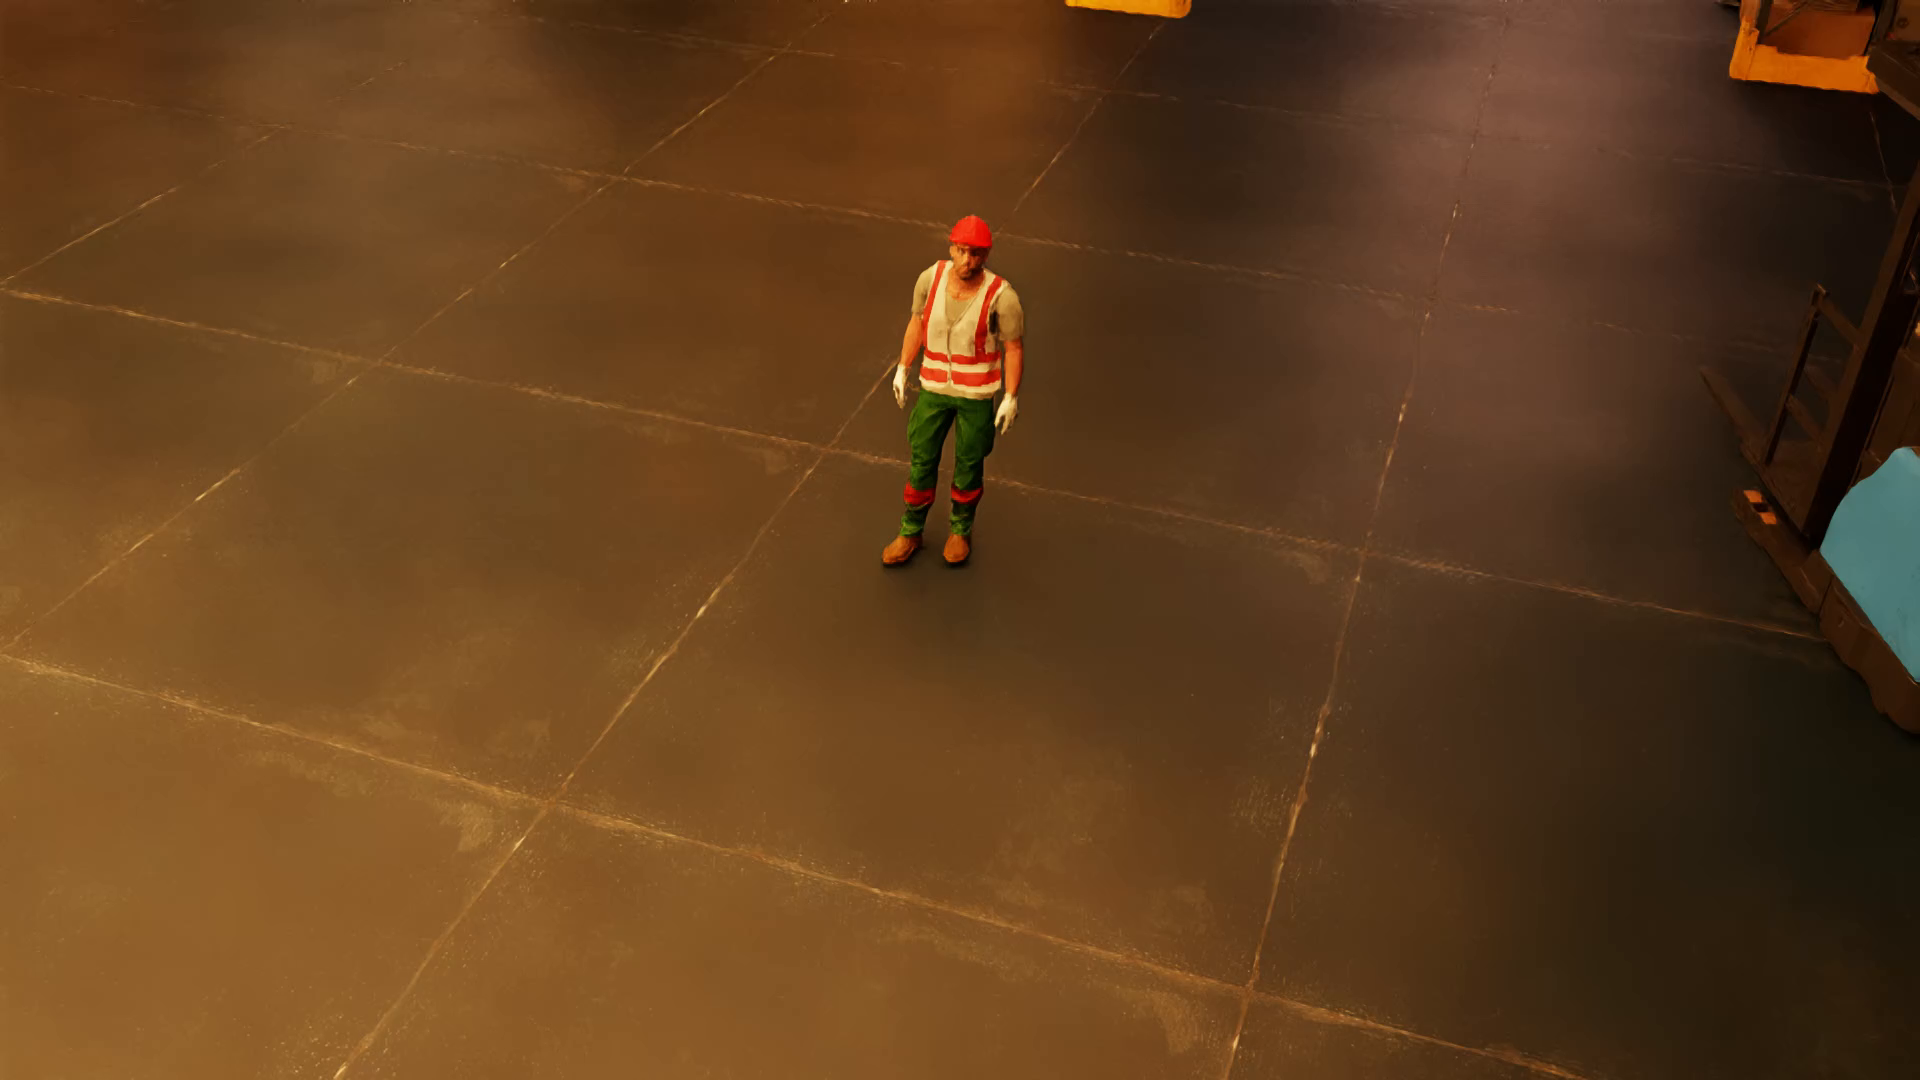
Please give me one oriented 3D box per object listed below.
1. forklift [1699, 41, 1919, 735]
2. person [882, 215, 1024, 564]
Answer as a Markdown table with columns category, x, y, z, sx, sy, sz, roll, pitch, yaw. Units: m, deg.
| category | x | y | z | sx | sy | sz | roll | pitch | yaw |
| --- | --- | --- | --- | --- | --- | --- | --- | --- | --- |
| forklift | 4.655 | -1.153 | 7.737 | 1.130 | 2.935 | 3.031 | 0 | 35 | 0 |
| person | -0.037 | -0.694 | 8.065 | 0.637 | 1.787 | 0.563 | 12 | 37 | 16 |
